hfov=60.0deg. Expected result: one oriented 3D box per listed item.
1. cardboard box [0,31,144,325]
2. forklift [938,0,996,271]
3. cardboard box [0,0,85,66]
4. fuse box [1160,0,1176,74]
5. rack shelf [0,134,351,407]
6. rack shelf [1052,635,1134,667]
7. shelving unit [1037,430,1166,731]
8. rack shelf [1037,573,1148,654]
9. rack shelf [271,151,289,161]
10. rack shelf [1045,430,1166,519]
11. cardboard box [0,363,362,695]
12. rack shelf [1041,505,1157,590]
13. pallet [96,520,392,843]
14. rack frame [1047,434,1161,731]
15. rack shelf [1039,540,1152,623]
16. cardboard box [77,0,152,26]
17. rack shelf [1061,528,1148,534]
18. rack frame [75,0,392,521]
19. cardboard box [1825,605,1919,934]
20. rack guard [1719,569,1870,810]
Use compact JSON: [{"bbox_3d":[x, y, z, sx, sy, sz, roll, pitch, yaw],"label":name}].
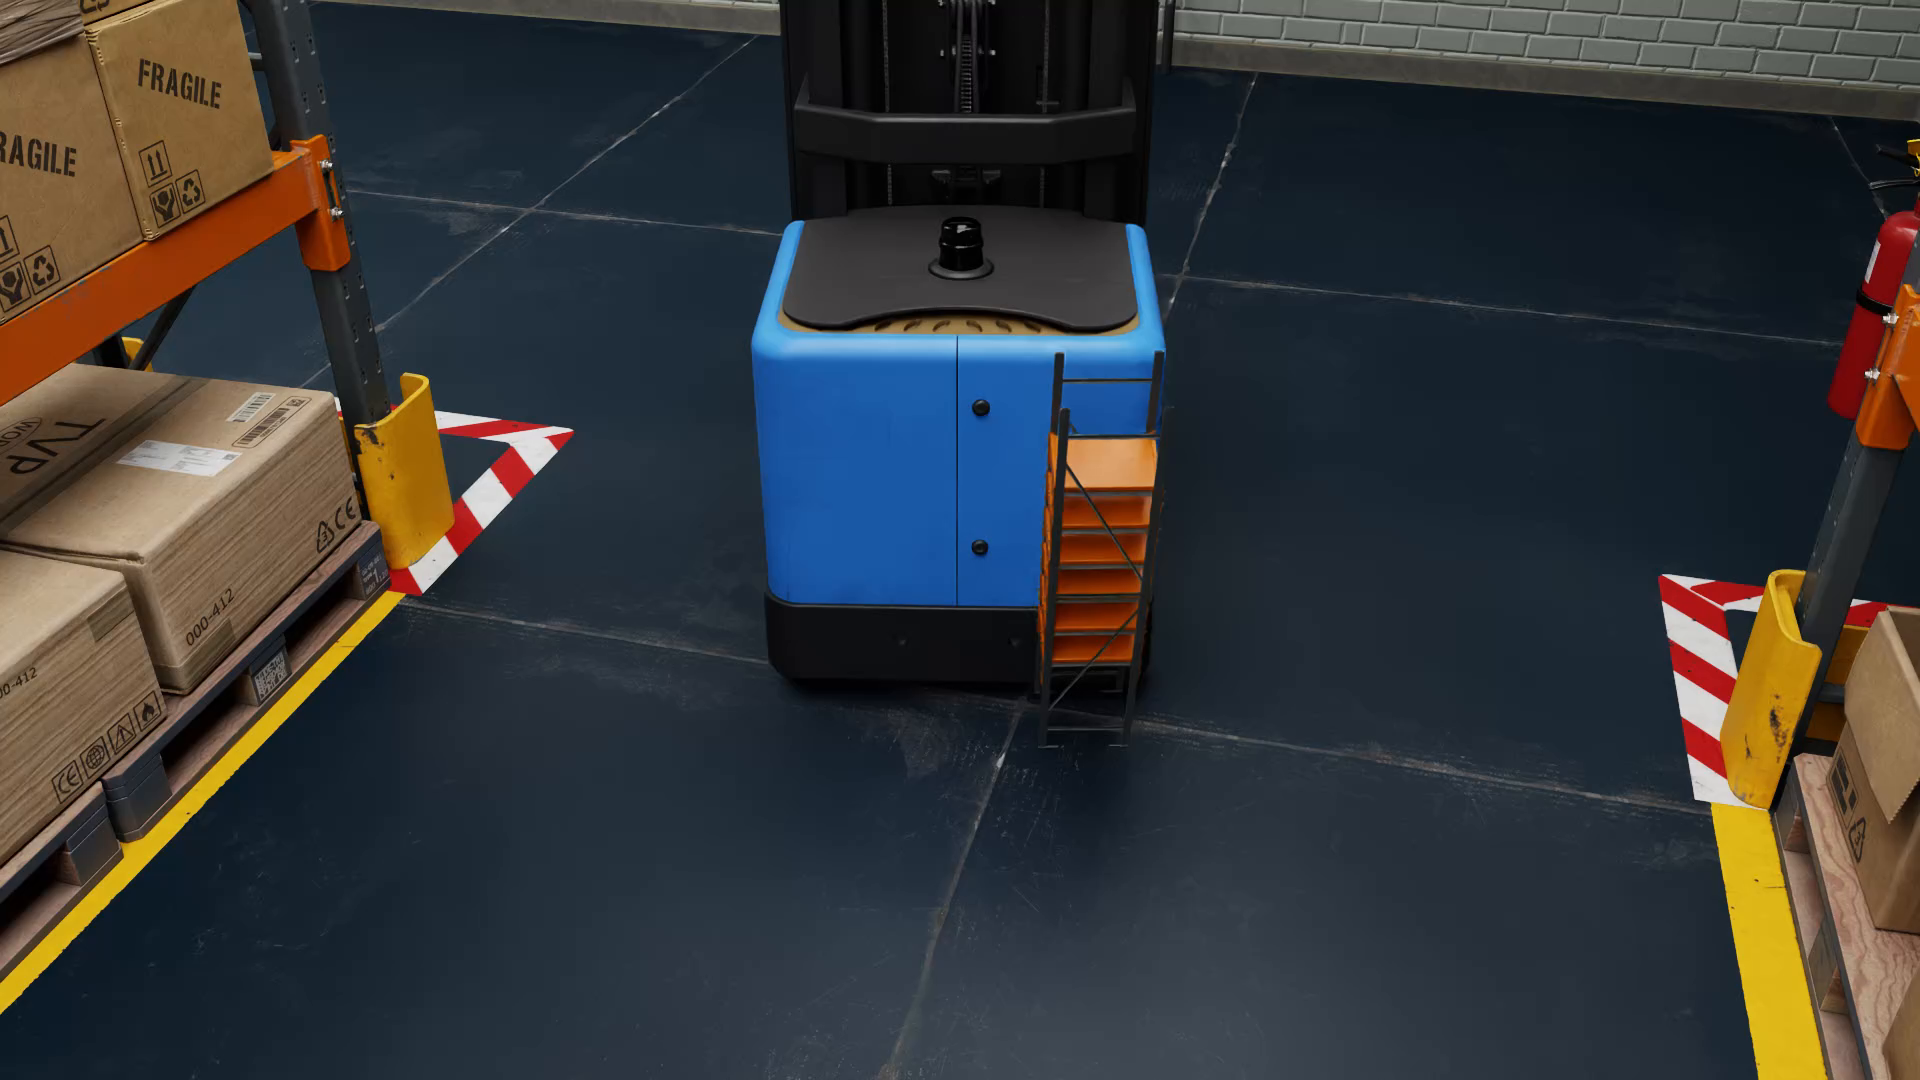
[{"bbox_3d":[-2.229,-0.819,3.650,0.500,0.500,0.500,7,33,11],"label":"cardboard box"},{"bbox_3d":[-14.443,-3.737,2.741,30.022,9.000,6.426,1,32,1],"label":"forklift"},{"bbox_3d":[-2.217,-1.228,3.361,0.500,0.500,0.500,8,33,13],"label":"cardboard box"},{"bbox_3d":[1.182,-3.346,8.918,0.539,1.711,0.414,8,33,12],"label":"fuse box"},{"bbox_3d":[-2.729,0.020,3.094,1.077,0.370,4.000,8,33,12],"label":"rack shelf"},{"bbox_3d":[0.325,0.245,4.202,0.221,0.034,0.171,-1,47,-1],"label":"rack shelf"},{"bbox_3d":[0.327,0.069,4.014,0.258,1.046,0.183,-1,47,-1],"label":"shelving unit"},{"bbox_3d":[0.326,0.181,4.134,0.258,0.103,0.180,-1,47,-1],"label":"rack shelf"},{"bbox_3d":[-5.135,-2.371,2.261,5.869,4.714,3.910,8,33,12],"label":"rack shelf"},{"bbox_3d":[0.329,-0.150,3.786,0.258,0.103,0.180,-1,47,-1],"label":"rack shelf"},{"bbox_3d":[-2.292,-0.062,4.548,0.875,0.438,0.875,7,33,11],"label":"cardboard box"},{"bbox_3d":[0.327,0.016,3.960,0.258,0.103,0.180,-1,47,-1],"label":"rack shelf"},{"bbox_3d":[-2.348,0.280,4.612,1.003,0.211,1.213,8,33,12],"label":"pallet"},{"bbox_3d":[0.330,0.134,3.952,0.228,1.046,0.002,-1,47,-1],"label":"rack frame"},{"bbox_3d":[0.327,0.098,4.047,0.258,0.103,0.180,-1,47,-1],"label":"rack shelf"},{"bbox_3d":[-2.113,-1.503,3.794,0.500,0.500,0.500,9,34,14],"label":"cardboard box"},{"bbox_3d":[0.328,-0.081,3.859,0.199,0.020,0.166,-1,47,-1],"label":"rack shelf"},{"bbox_3d":[-2.221,-1.322,4.533,1.000,3.000,0.127,8,33,12],"label":"rack frame"},{"bbox_3d":[2.334,0.533,3.552,0.797,0.503,0.637,7,33,10],"label":"cardboard box"},{"bbox_3d":[2.562,0.446,4.082,1.175,0.500,0.348,8,33,12],"label":"rack guard"}]
